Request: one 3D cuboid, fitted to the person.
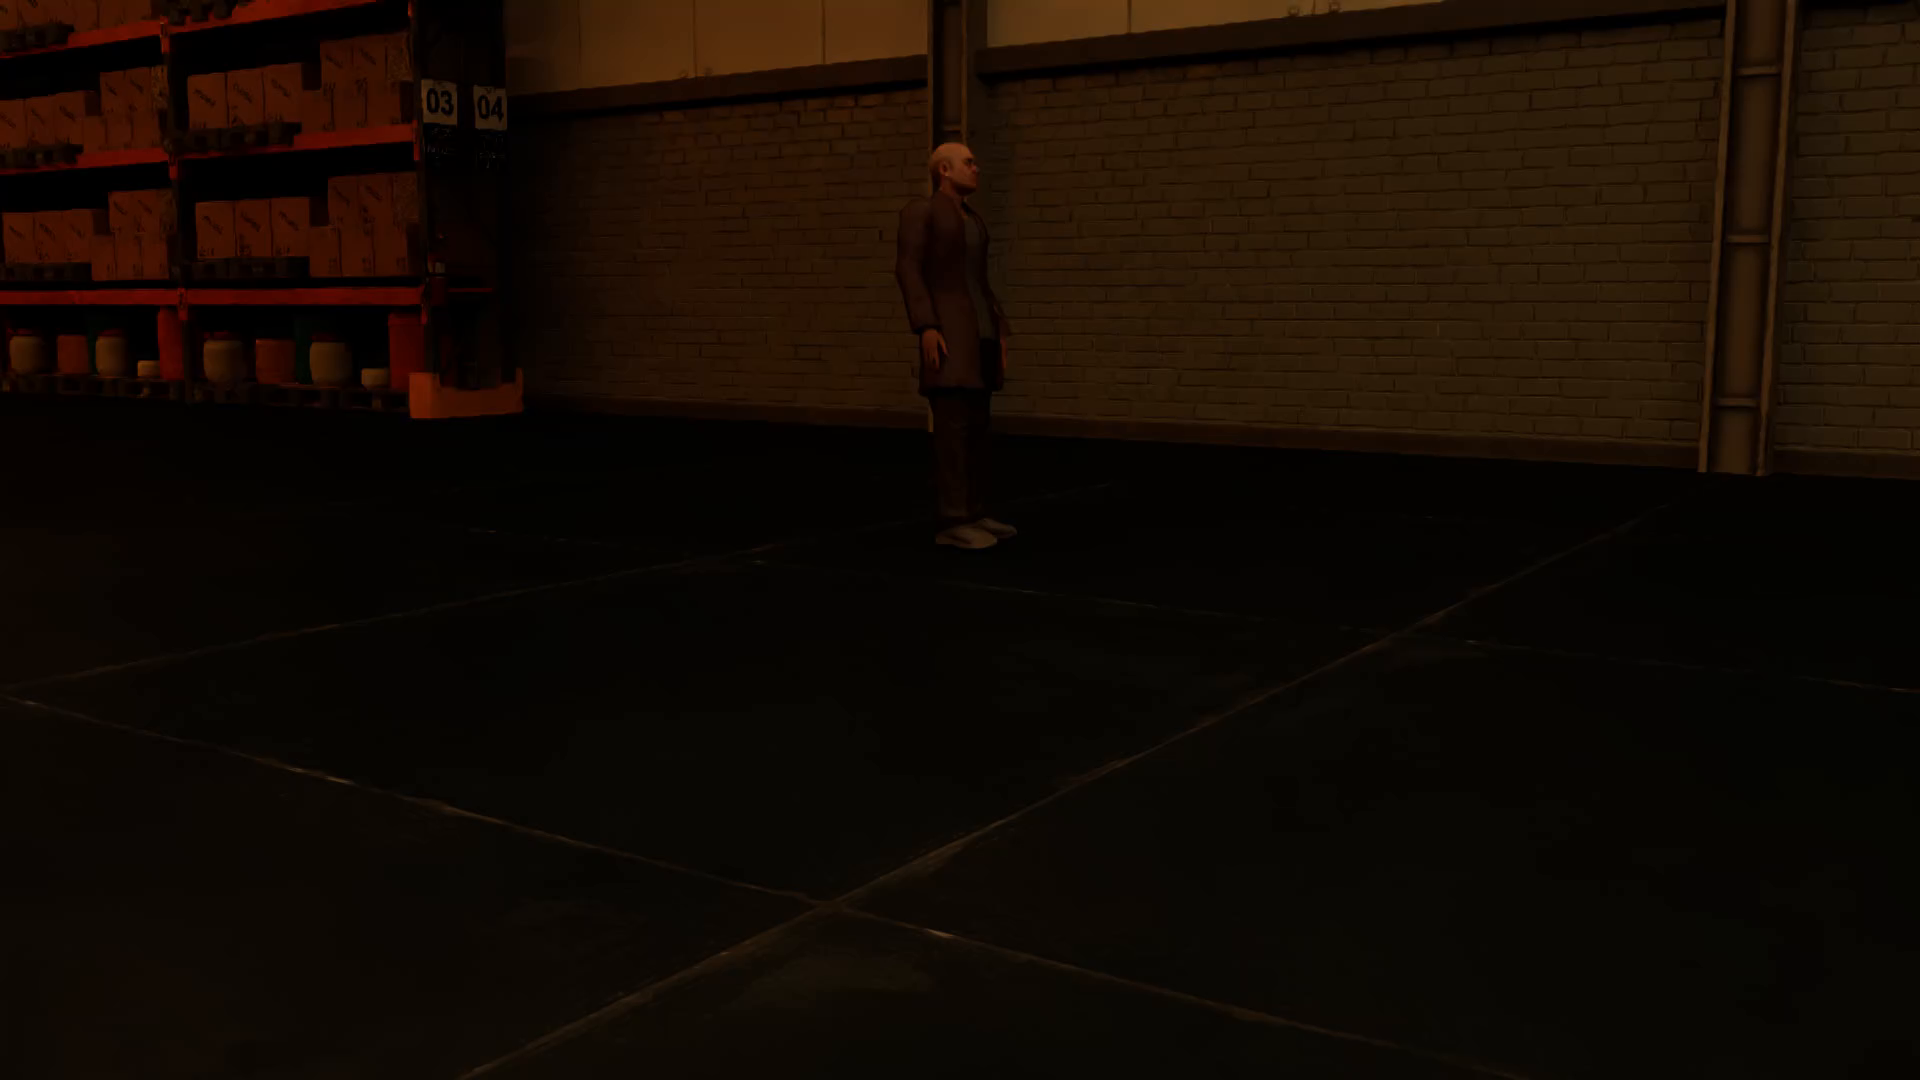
[{"bbox_3d":[0.073,-0.880,7.423,0.580,1.776,0.694,5,10,34],"label":"person"}]
